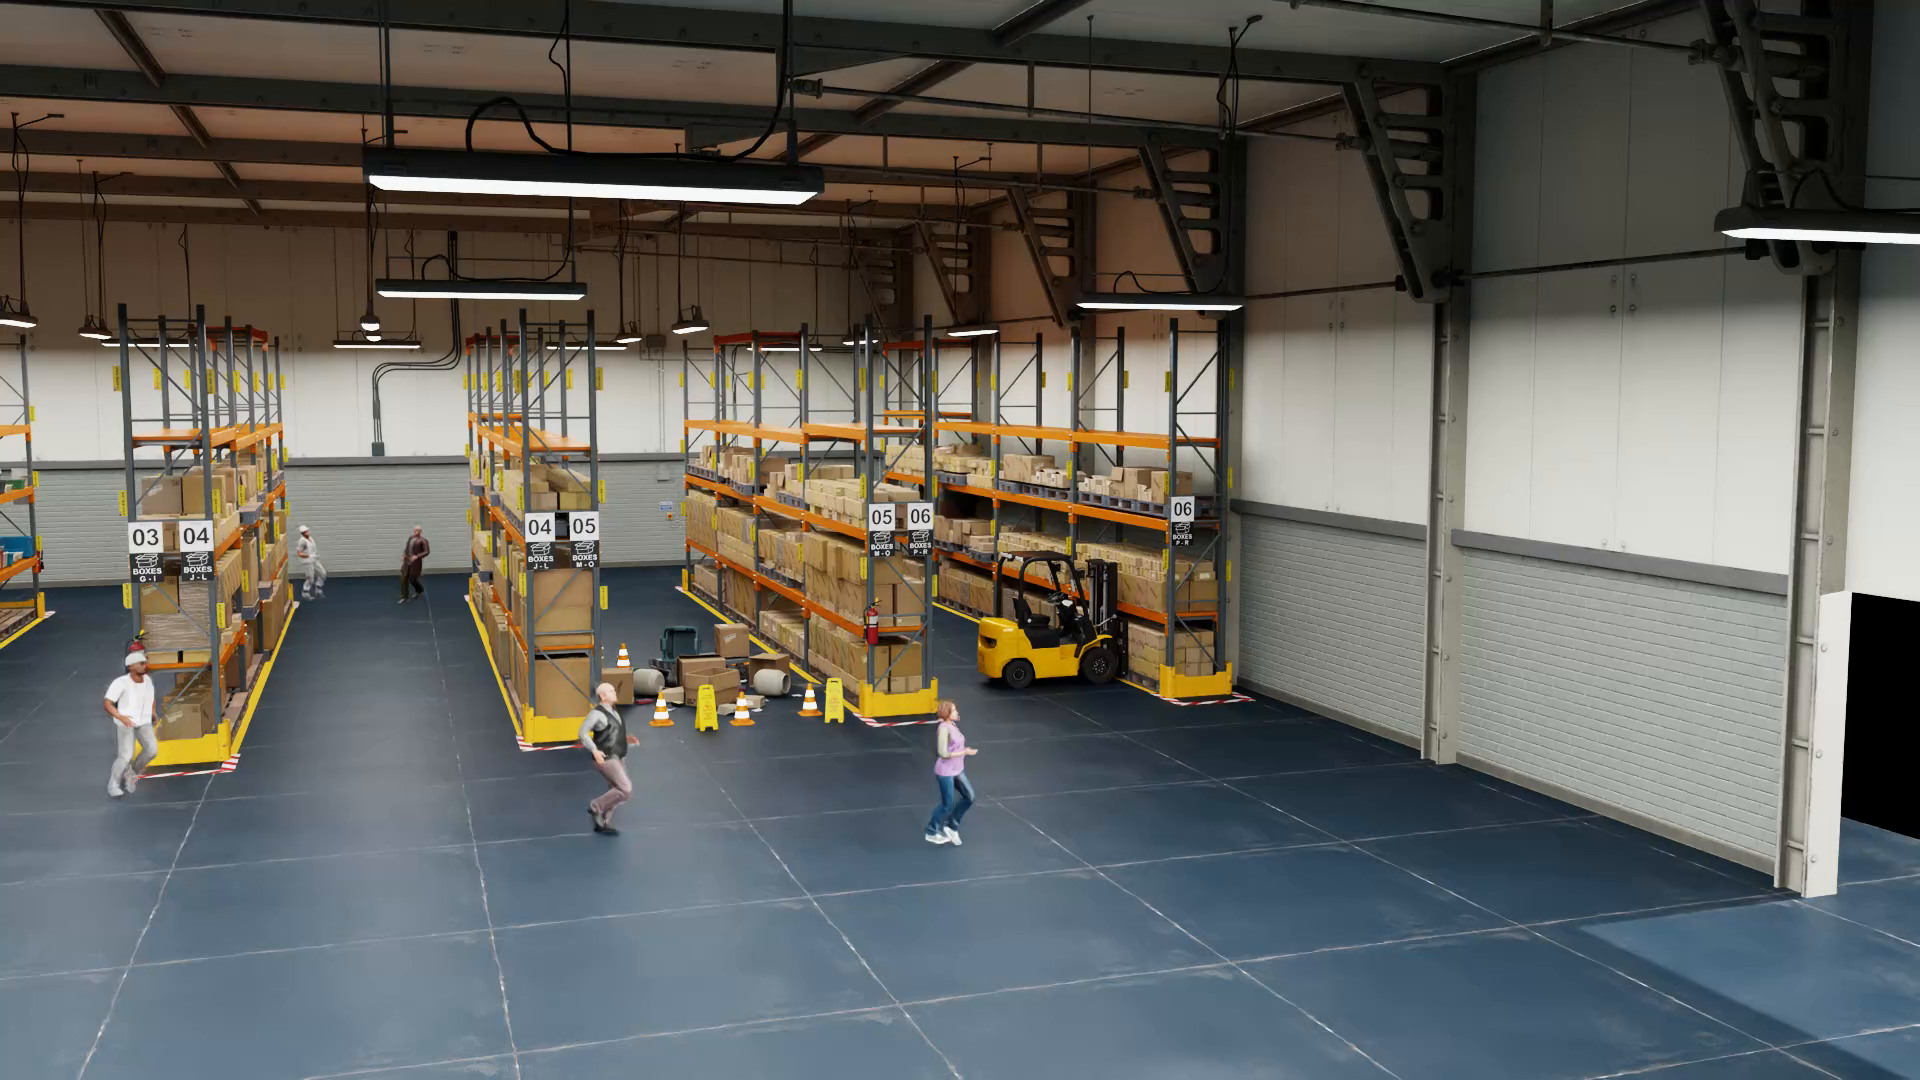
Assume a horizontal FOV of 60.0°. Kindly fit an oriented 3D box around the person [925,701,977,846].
[{"bbox_3d":[-0.082,2.518,17.876,0.625,1.604,0.515,2,6,21],"label":"person"}]

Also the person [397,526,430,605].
[{"bbox_3d":[-12.387,0.601,37.743,0.749,1.677,0.911,2,6,17],"label":"person"}]

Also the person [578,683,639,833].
[{"bbox_3d":[-3.833,2.418,18.388,0.575,1.675,0.645,1,6,13],"label":"person"}]

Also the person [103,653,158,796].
[{"bbox_3d":[-10.019,2.226,20.246,0.567,1.698,0.765,3,6,28],"label":"person"}]

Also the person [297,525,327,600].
[{"bbox_3d":[-14.866,0.531,38.025,0.578,1.765,0.724,1,5,8],"label":"person"}]
